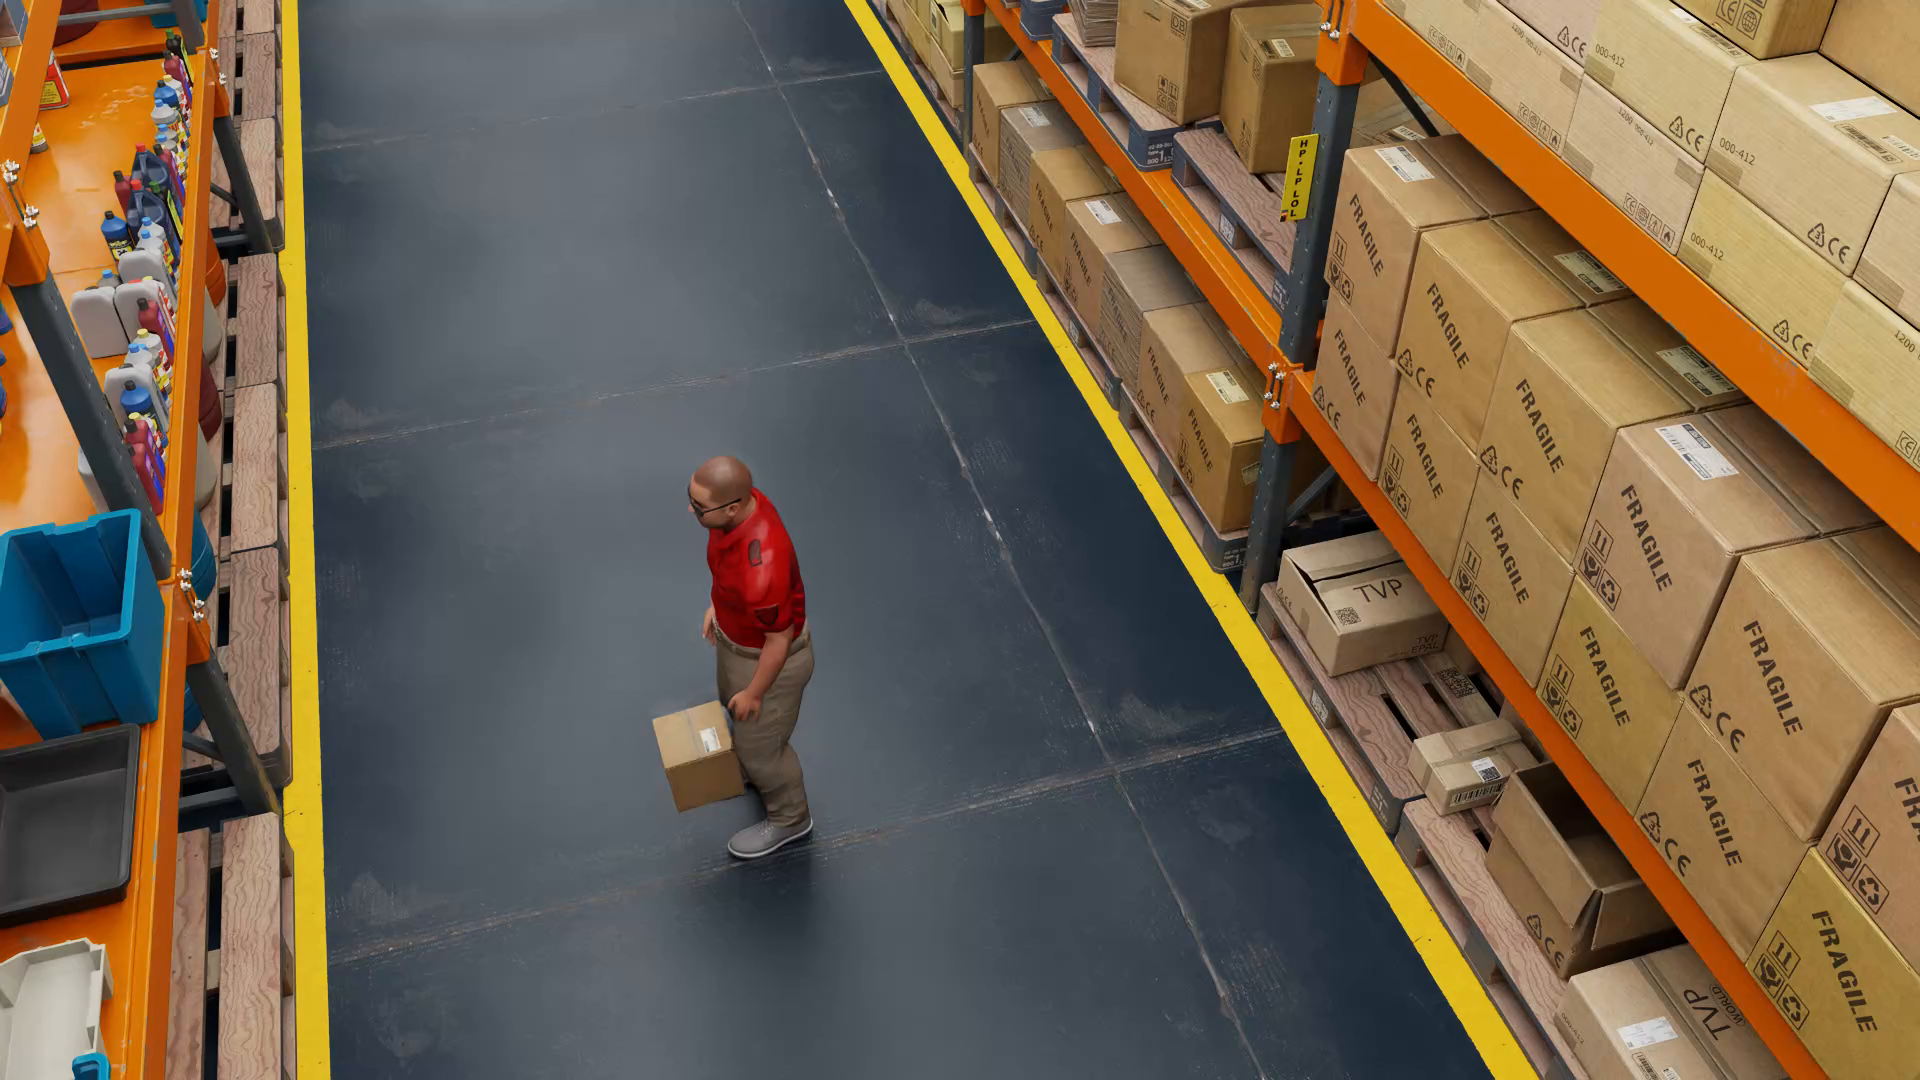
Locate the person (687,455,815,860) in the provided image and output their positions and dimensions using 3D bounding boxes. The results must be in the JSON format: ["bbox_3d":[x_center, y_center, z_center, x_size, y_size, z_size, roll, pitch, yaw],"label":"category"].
[{"bbox_3d":[-0.719,0.381,5.744,0.396,1.729,0.566,-13,44,-14],"label":"person"}]
